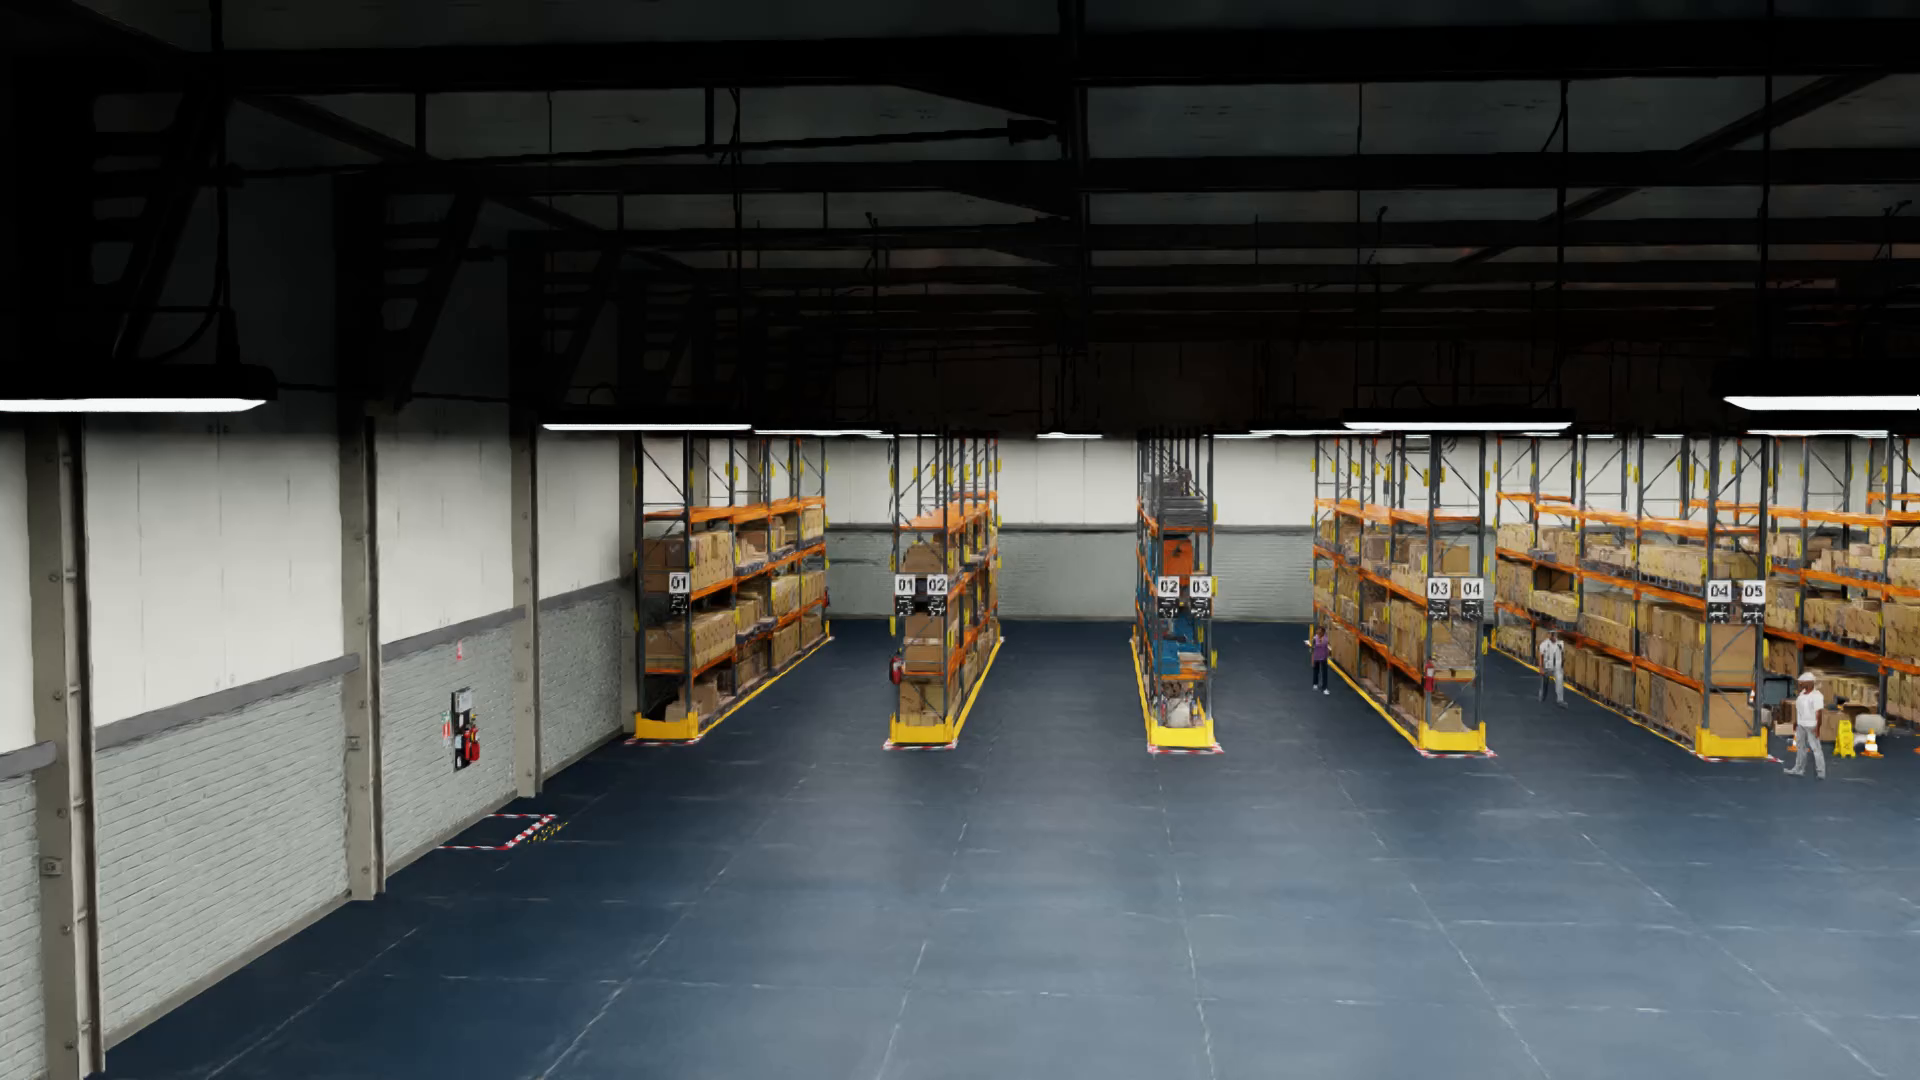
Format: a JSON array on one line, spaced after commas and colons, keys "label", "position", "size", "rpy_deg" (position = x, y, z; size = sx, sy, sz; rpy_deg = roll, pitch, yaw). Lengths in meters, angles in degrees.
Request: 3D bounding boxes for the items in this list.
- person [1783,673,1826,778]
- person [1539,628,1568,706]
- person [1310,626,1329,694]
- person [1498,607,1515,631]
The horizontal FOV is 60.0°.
[{"label": "person", "position": [14.412, 3.135, 28.264], "size": [0.506, 1.767, 0.657], "rpy_deg": [0, 3, -6]}, {"label": "person", "position": [12.769, 2.713, 35.882], "size": [0.542, 1.672, 1.126], "rpy_deg": [0, 3, 7]}, {"label": "person", "position": [8.147, 2.685, 37.687], "size": [0.417, 1.517, 1.037], "rpy_deg": [0, 3, 7]}, {"label": "person", "position": [16.367, 1.910, 49.811], "size": [0.602, 1.647, 0.537], "rpy_deg": [-2, 4, -28]}]
